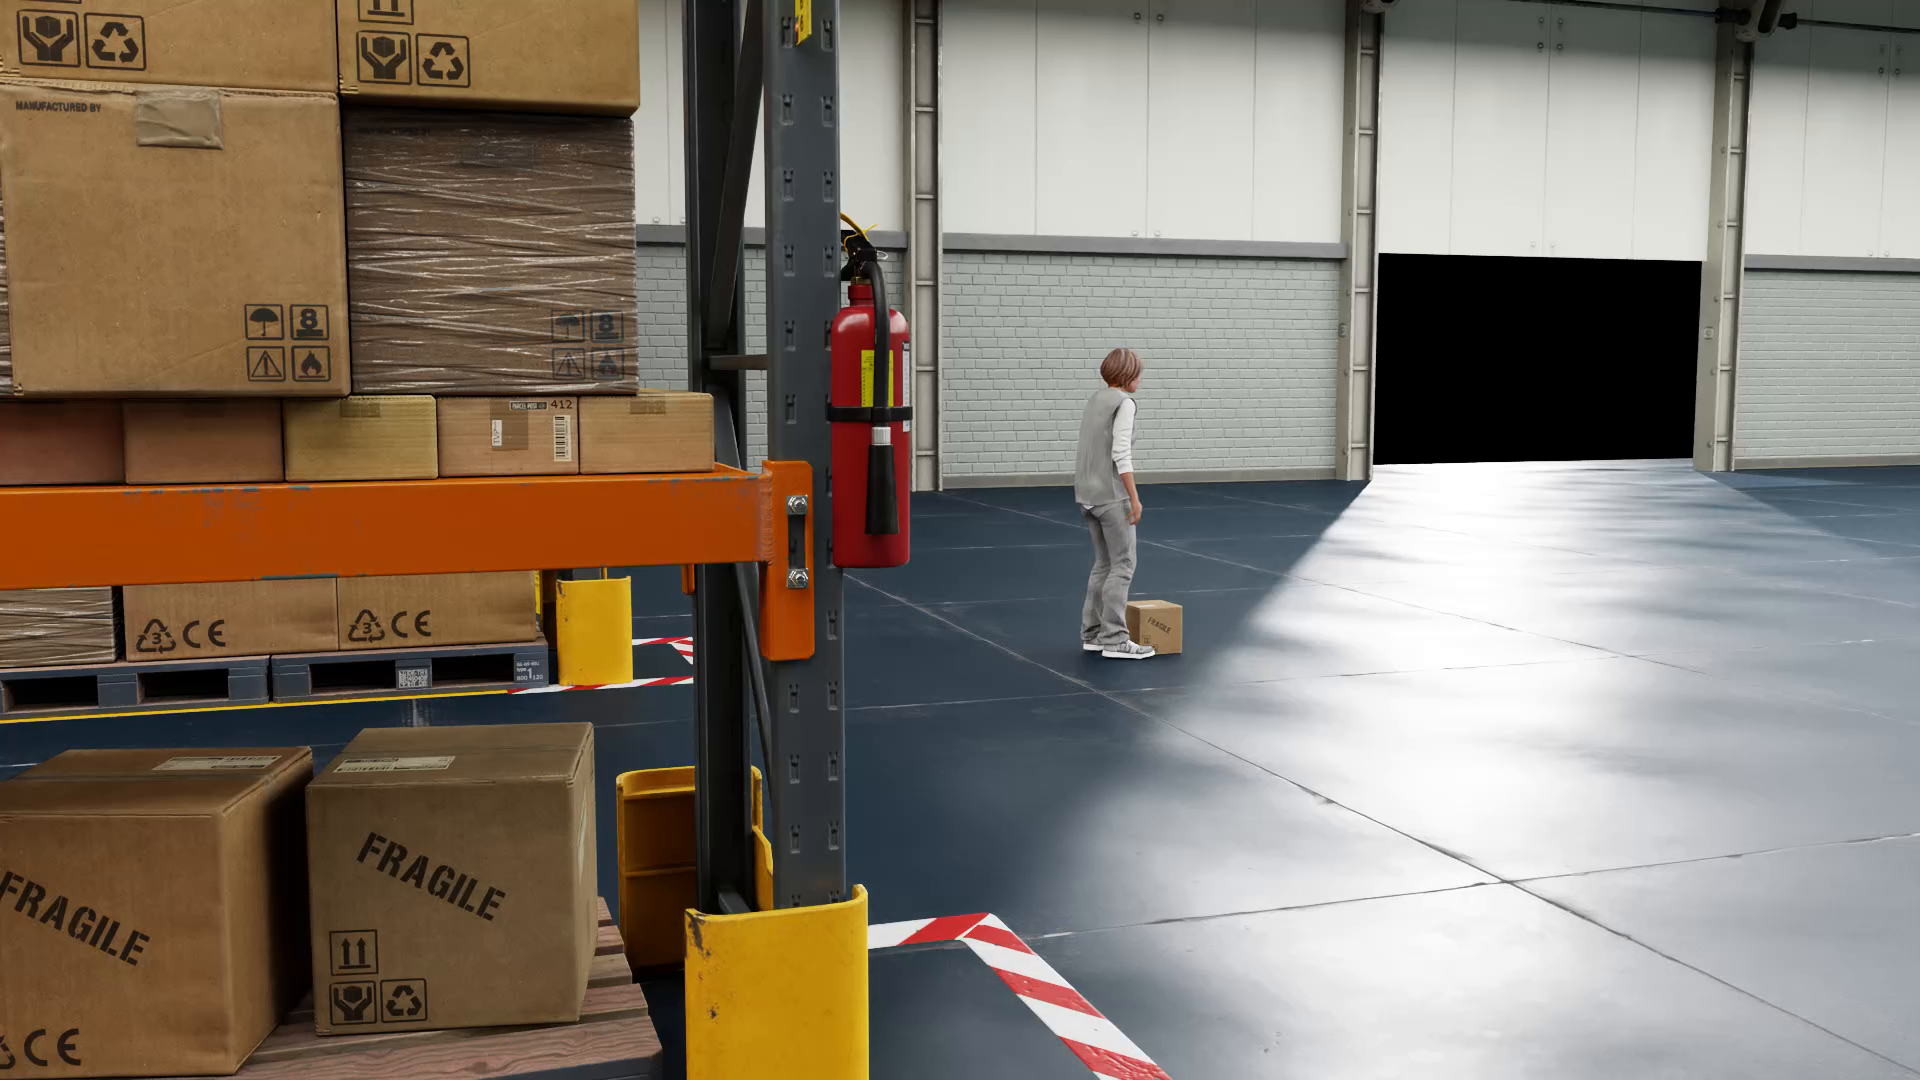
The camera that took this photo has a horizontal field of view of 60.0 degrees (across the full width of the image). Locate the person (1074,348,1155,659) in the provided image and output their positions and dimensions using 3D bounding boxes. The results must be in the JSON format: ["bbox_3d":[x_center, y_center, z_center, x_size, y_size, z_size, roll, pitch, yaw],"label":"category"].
[{"bbox_3d":[0.788,-0.196,8.648,0.348,1.592,0.476,-2,6,-20],"label":"person"}]
